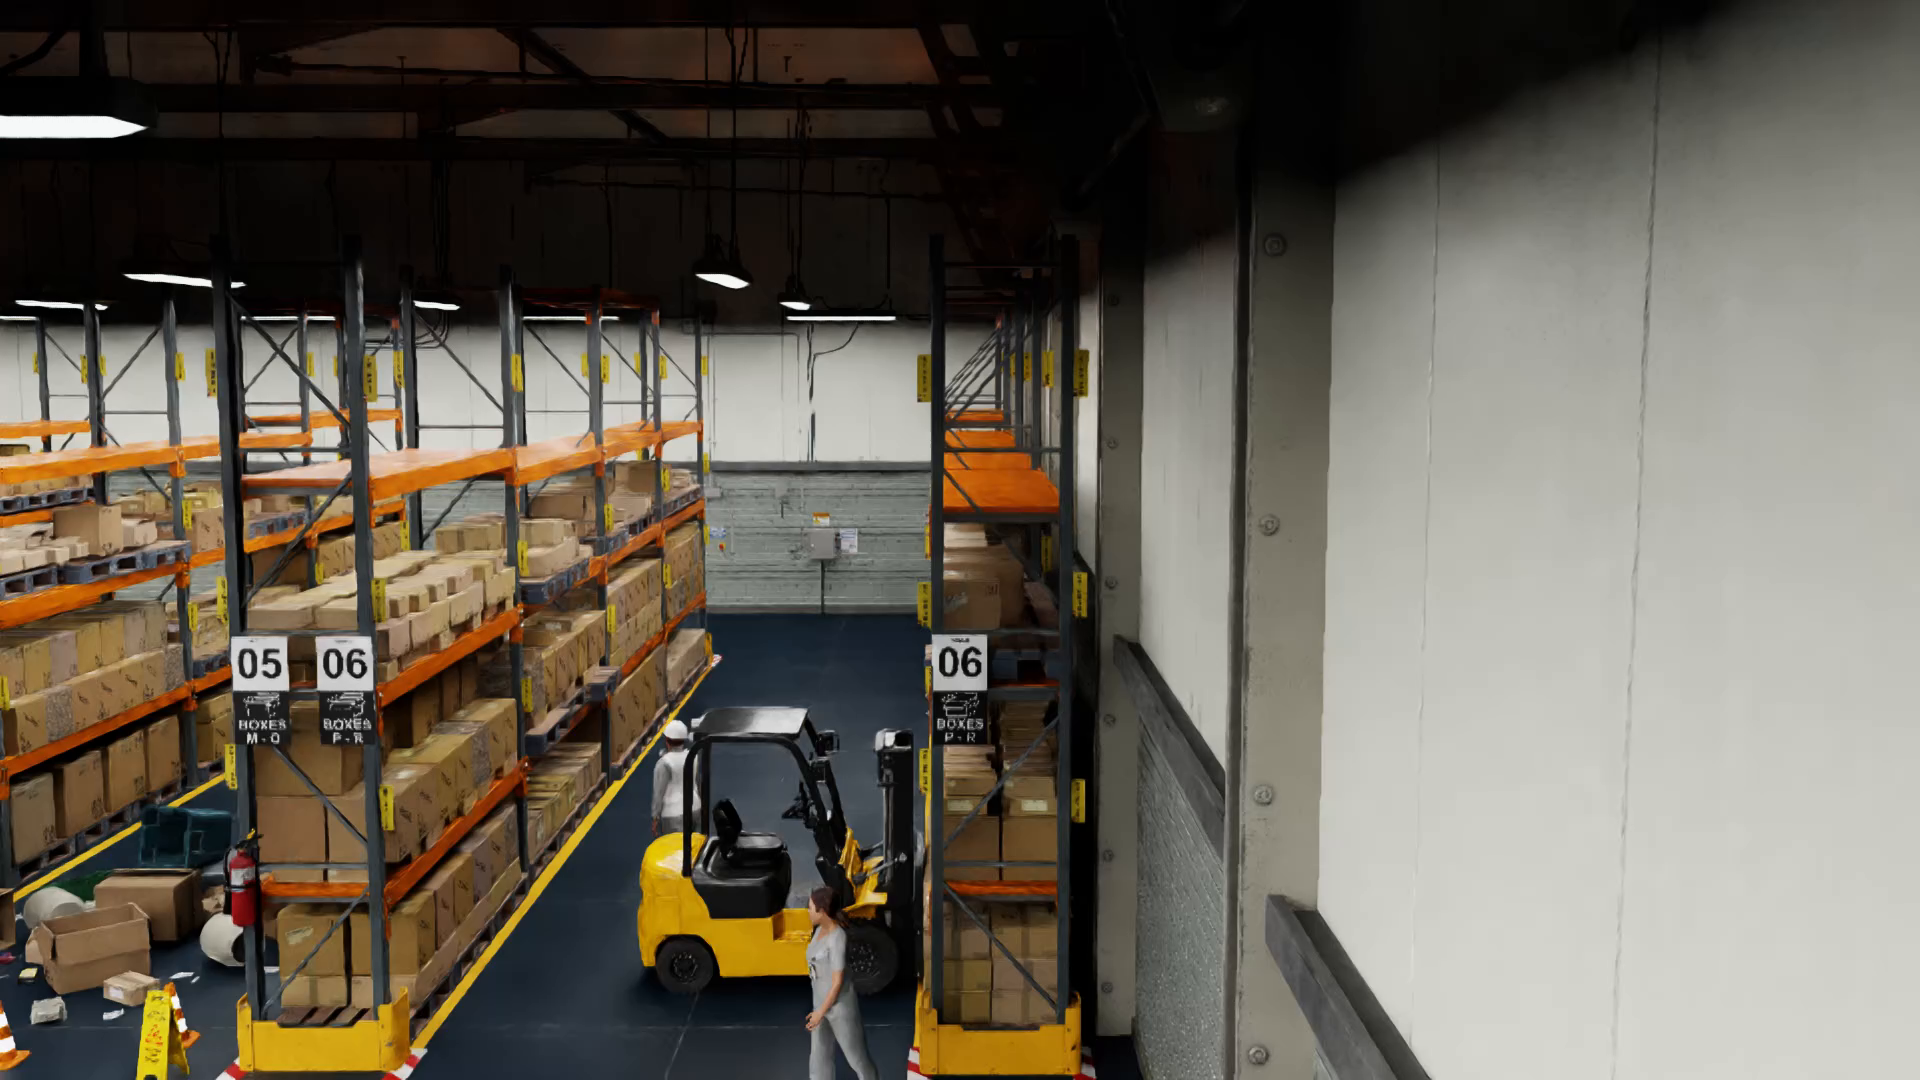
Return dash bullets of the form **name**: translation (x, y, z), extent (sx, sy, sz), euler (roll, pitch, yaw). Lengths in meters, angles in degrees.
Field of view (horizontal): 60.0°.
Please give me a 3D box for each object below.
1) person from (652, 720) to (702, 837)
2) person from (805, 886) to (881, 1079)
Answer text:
- **person**: translation (-2.670, 2.554, 15.594), extent (0.576, 1.766, 0.626), euler (4, 7, 30)
- **person**: translation (-0.807, 3.124, 11.099), extent (0.699, 1.664, 0.486), euler (-4, 7, -29)
